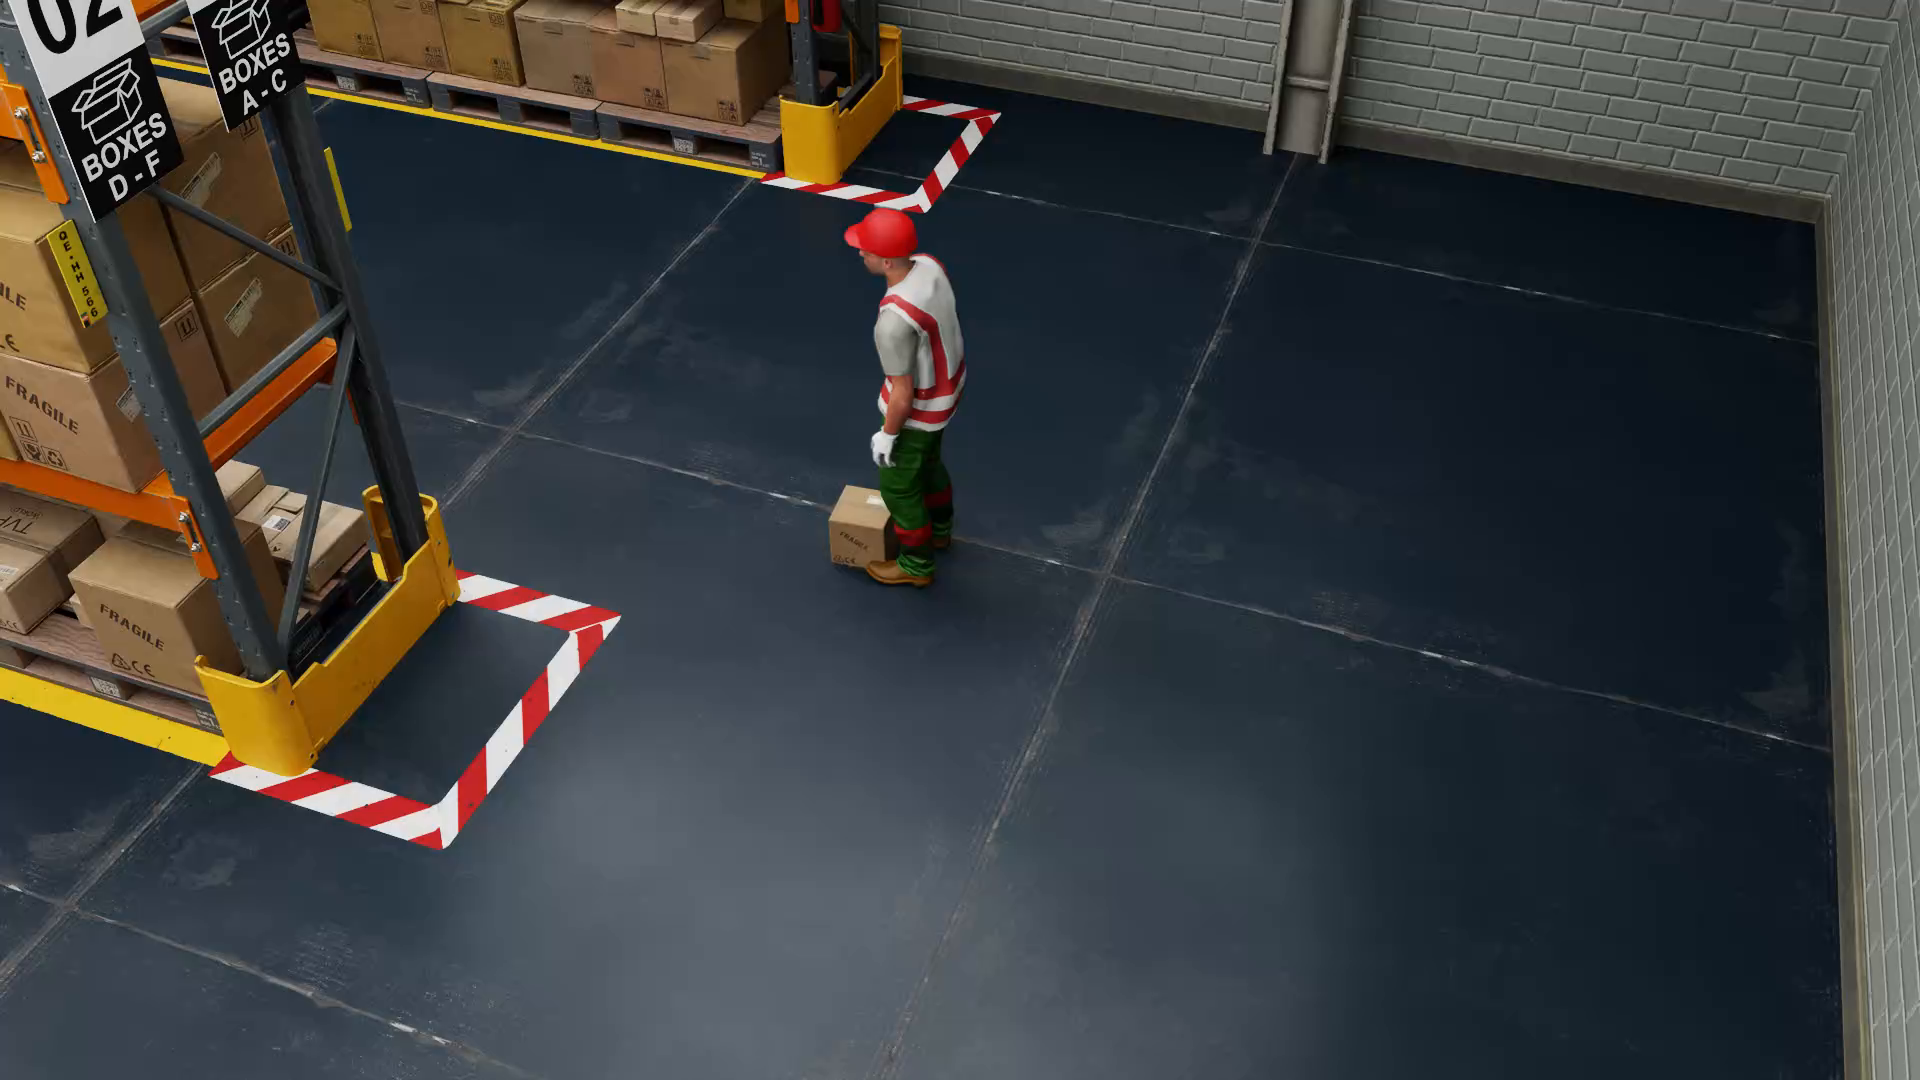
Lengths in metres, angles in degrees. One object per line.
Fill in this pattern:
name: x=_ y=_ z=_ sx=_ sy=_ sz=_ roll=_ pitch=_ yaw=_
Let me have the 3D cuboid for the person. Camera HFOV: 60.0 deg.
person: x=-0.213 y=-0.584 z=6.771 sx=0.448 sy=1.722 sz=0.589 roll=11 pitch=42 yaw=13
